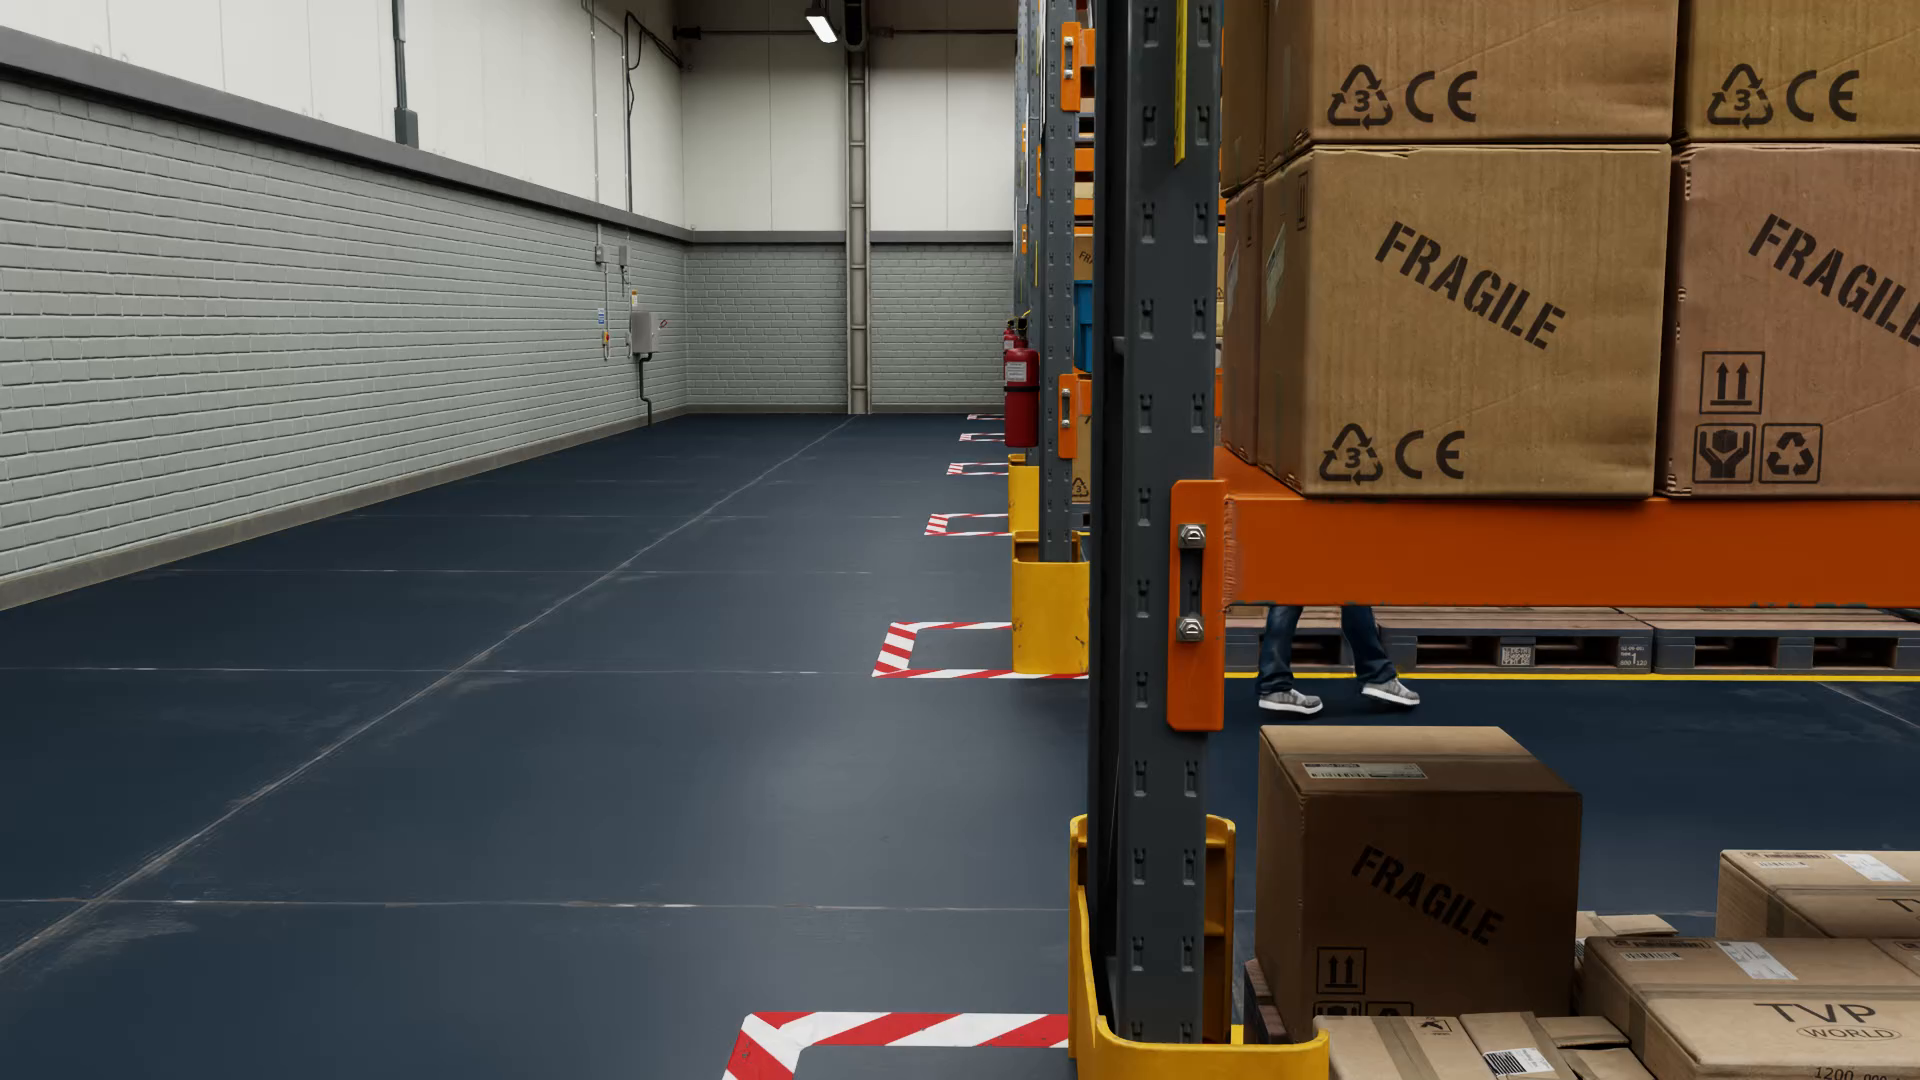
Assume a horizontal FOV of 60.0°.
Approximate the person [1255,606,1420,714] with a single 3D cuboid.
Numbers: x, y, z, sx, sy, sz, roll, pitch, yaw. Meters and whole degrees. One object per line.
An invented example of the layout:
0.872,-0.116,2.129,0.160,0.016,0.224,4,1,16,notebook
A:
1.448,-0.109,6.628,0.709,1.577,0.510,-6,9,-38,person
